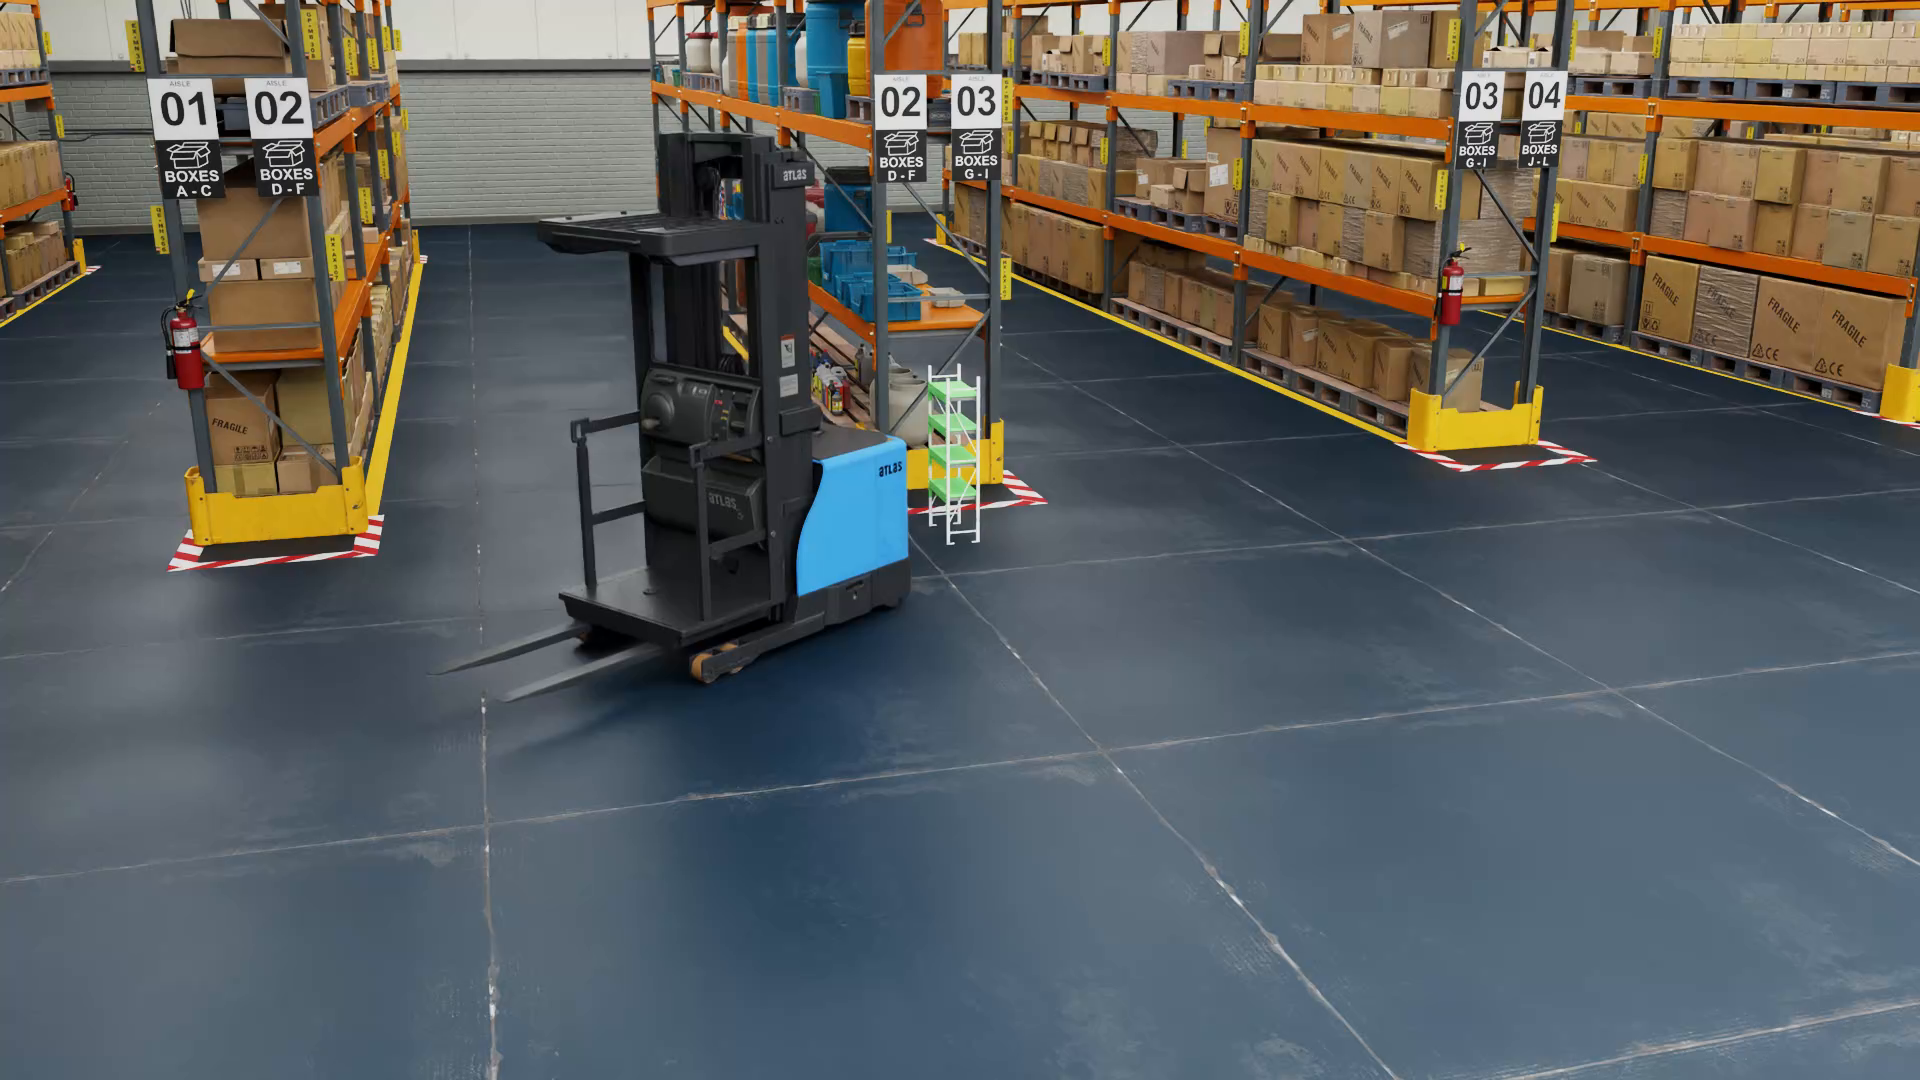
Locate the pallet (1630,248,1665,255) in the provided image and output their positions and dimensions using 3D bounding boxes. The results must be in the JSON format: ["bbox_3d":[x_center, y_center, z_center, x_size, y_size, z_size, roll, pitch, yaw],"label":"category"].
[{"bbox_3d":[11.440,-4.498,26.558,1.003,0.211,1.213,-5,17,-15],"label":"pallet"}]

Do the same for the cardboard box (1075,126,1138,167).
[{"bbox_3d":[2.026,-5.401,22.801,0.797,0.503,0.637,-4,17,-14],"label":"cardboard box"}]

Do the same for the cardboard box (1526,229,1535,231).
[{"bbox_3d":[10.501,-5.782,29.712,0.875,0.438,0.875,-5,17,-17],"label":"cardboard box"}]

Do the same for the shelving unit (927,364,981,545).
[{"bbox_3d":[-0.045,-0.620,11.932,0.258,1.200,0.503,-5,17,-15],"label":"shelving unit"}]

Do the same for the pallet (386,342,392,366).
[{"bbox_3d":[-6.950,-2.140,18.711,1.003,0.211,1.213,-5,17,-15],"label":"pallet"}]

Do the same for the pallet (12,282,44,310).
[{"bbox_3d":[-13.133,-3.301,22.576,1.003,0.211,1.213,-5,17,-15],"label":"pallet"}]

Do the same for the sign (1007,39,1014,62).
[{"bbox_3d":[0.755,-7.273,24.700,0.100,0.325,0.005,-5,17,-15],"label":"sign"}]

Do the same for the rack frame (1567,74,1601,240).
[{"bbox_3d":[10.817,-6.379,27.973,1.000,3.000,0.127,-5,17,-15],"label":"rack frame"}]

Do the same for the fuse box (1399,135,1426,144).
[{"bbox_3d":[10.205,-8.552,37.447,0.539,1.711,0.414,-5,17,-15],"label":"fuse box"}]

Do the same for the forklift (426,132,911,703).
[{"bbox_3d":[-1.629,-0.765,9.405,1.130,2.935,3.031,13,21,37],"label":"forklift"}]

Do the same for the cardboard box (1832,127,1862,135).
[{"bbox_3d":[15.506,-6.870,28.704,0.700,0.500,0.500,-4,17,-14],"label":"cardboard box"}]

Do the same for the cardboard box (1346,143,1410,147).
[{"bbox_3d":[4.150,-3.672,16.534,0.500,0.500,0.500,-5,17,-15],"label":"cardboard box"}]

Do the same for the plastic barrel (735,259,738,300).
[{"bbox_3d":[-2.767,-3.390,21.618,0.421,0.512,0.421,0,17,0],"label":"plastic barrel"}]

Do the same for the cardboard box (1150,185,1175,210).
[{"bbox_3d":[2.627,-4.136,20.039,0.500,0.250,0.500,-5,17,-17],"label":"cardboard box"}]

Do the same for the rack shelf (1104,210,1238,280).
[{"bbox_3d":[2.937,-3.591,19.943,1.077,0.370,4.000,-5,17,-15],"label":"rack shelf"}]

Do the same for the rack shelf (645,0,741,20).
[{"bbox_3d":[-4.024,-8.094,25.201,1.077,0.370,4.000,-5,17,-15],"label":"rack shelf"}]

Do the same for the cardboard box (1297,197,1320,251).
[{"bbox_3d":[3.889,-3.172,16.607,0.875,0.500,0.500,-5,17,-15],"label":"cardboard box"}]

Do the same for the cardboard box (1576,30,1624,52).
[{"bbox_3d":[7.931,-6.128,20.846,0.500,0.500,0.500,-5,17,-15],"label":"cardboard box"}]

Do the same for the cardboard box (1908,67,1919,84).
[{"bbox_3d":[8.965,-4.271,15.274,0.380,0.149,0.250,-5,17,-15],"label":"cardboard box"}]

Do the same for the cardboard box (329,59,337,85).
[{"bbox_3d":[-6.506,-4.700,16.701,0.500,0.250,0.500,-6,18,-20],"label":"cardboard box"}]

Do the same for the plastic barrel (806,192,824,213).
[{"bbox_3d":[-1.529,-3.541,18.289,0.433,0.535,0.433,0,17,0],"label":"plastic barrel"}]

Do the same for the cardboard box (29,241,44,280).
[{"bbox_3d":[-13.380,-3.921,23.405,0.700,0.500,0.500,-4,17,-14],"label":"cardboard box"}]

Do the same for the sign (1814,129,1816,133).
[{"bbox_3d":[12.435,-5.834,24.286,0.100,0.325,0.005,-5,17,-15],"label":"sign"}]

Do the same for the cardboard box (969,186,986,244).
[{"bbox_3d":[0.692,-5.463,27.887,0.875,0.875,0.875,-5,17,-15],"label":"cardboard box"}]

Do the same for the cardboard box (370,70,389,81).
[{"bbox_3d":[-8.134,-6.332,22.864,0.500,0.250,0.500,-5,17,-15],"label":"cardboard box"}]

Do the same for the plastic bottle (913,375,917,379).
[{"bbox_3d":[-0.420,-1.384,15.303,0.061,0.283,0.133,-4,17,-14],"label":"plastic bottle"}]

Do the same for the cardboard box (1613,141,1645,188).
[{"bbox_3d":[8.141,-4.410,19.508,0.700,0.500,0.500,-5,17,-16],"label":"cardboard box"}]

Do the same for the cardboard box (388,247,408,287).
[{"bbox_3d":[-7.827,-3.713,22.678,0.500,0.500,0.500,-5,17,-16],"label":"cardboard box"}]

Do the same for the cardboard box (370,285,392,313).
[{"bbox_3d":[-6.758,-2.734,18.915,0.500,0.311,0.500,-4,17,-14],"label":"cardboard box"}]

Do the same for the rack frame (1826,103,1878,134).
[{"bbox_3d":[15.588,-6.772,29.283,1.000,3.000,0.127,-5,17,-15],"label":"rack frame"}]

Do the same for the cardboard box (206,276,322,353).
[{"bbox_3d":[-5.056,-1.672,12.130,0.700,0.500,0.500,-5,17,-15],"label":"cardboard box"}]

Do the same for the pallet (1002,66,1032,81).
[{"bbox_3d":[1.073,-7.216,25.702,1.003,0.211,1.213,-5,17,-15],"label":"pallet"}]

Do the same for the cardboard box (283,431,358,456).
[{"bbox_3d":[-5.014,-0.682,13.058,0.500,0.250,0.500,-5,17,-15],"label":"cardboard box"}]

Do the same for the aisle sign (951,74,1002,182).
[{"bbox_3d":[0.125,-3.133,12.648,0.394,0.787,0.004,-5,17,-15],"label":"aisle sign"}]

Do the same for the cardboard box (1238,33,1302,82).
[{"bbox_3d":[3.453,-5.207,17.950,0.797,0.503,0.637,-6,18,-18],"label":"cardboard box"}]

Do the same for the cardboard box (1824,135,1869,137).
[{"bbox_3d":[12.461,-5.418,23.354,0.500,0.500,0.500,-5,17,-16],"label":"cardboard box"}]

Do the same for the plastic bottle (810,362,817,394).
[{"bbox_3d":[-1.396,-1.543,15.833,0.061,0.283,0.133,-4,17,-13],"label":"plastic bottle"}]

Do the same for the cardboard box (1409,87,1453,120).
[{"bbox_3d":[4.209,-3.754,14.282,0.500,0.250,0.500,-4,17,-14],"label":"cardboard box"}]

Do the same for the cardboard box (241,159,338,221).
[{"bbox_3d":[-5.771,-3.007,14.321,0.700,0.500,0.500,-5,17,-15],"label":"cardboard box"}]

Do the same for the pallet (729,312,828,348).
[{"bbox_3d":[-2.199,-2.544,20.056,1.003,0.211,1.213,-5,17,-15],"label":"pallet"}]

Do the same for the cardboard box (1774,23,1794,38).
[{"bbox_3d":[8.475,-5.145,16.800,0.380,0.149,0.250,-5,17,-16],"label":"cardboard box"}]

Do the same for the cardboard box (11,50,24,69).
[{"bbox_3d":[-13.351,-6.672,23.091,0.500,0.250,0.500,-5,18,-17],"label":"cardboard box"}]

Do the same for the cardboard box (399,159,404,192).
[{"bbox_3d":[-8.395,-5.303,24.220,0.500,0.500,0.500,-5,17,-16],"label":"cardboard box"}]

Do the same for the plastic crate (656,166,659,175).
[{"bbox_3d":[-4.814,-6.023,27.143,0.250,0.136,0.298,-5,17,-15],"label":"plastic crate"}]

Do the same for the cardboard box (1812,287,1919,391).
[{"bbox_3d":[9.133,-2.006,16.380,0.875,0.875,0.875,-5,17,-15],"label":"cardboard box"}]

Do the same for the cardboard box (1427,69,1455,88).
[{"bbox_3d":[4.251,-3.965,14.292,0.380,0.149,0.250,-5,18,-17],"label":"cardboard box"}]

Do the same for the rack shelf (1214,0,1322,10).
[{"bbox_3d":[5.535,-9.040,27.660,1.077,0.370,4.000,-5,17,-15],"label":"rack shelf"}]

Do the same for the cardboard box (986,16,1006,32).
[{"bbox_3d":[0.734,-8.235,26.557,0.500,0.250,0.500,-5,18,-17],"label":"cardboard box"}]

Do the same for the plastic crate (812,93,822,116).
[{"bbox_3d":[-1.104,-3.868,14.769,0.336,0.188,0.450,-5,17,-15],"label":"plastic crate"}]

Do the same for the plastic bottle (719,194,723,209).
[{"bbox_3d":[-3.027,-4.265,21.160,0.097,0.271,0.097,0,17,0],"label":"plastic bottle"}]

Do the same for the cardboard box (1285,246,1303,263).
[{"bbox_3d":[3.515,-2.901,16.832,0.380,0.149,0.250,-5,17,-15],"label":"cardboard box"}]

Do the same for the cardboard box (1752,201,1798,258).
[{"bbox_3d":[8.846,-3.270,17.362,0.875,0.550,0.500,-5,17,-15],"label":"cardboard box"}]

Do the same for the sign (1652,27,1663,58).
[{"bbox_3d":[7.764,-5.536,18.508,0.100,0.325,0.005,-5,17,-15],"label":"sign"}]

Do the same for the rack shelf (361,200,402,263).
[{"bbox_3d":[-7.688,-3.915,21.023,1.077,0.370,4.000,-5,17,-15],"label":"rack shelf"}]

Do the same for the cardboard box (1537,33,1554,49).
[{"bbox_3d":[10.415,-8.484,28.685,0.797,0.503,0.637,-3,17,-11],"label":"cardboard box"}]

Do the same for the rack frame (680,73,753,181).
[{"bbox_3d":[-3.474,-5.204,24.061,1.000,3.000,0.127,-5,17,-15],"label":"rack frame"}]

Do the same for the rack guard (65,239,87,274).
[{"bbox_3d":[-14.106,-4.336,25.519,1.175,0.500,0.348,-5,17,-15],"label":"rack guard"}]

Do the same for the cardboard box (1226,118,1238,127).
[{"bbox_3d":[4.999,-7.451,29.114,0.500,0.500,0.500,-4,17,-14],"label":"cardboard box"}]

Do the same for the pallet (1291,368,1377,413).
[{"bbox_3d":[4.044,-1.526,16.665,1.003,0.211,1.213,-5,17,-15],"label":"pallet"}]
